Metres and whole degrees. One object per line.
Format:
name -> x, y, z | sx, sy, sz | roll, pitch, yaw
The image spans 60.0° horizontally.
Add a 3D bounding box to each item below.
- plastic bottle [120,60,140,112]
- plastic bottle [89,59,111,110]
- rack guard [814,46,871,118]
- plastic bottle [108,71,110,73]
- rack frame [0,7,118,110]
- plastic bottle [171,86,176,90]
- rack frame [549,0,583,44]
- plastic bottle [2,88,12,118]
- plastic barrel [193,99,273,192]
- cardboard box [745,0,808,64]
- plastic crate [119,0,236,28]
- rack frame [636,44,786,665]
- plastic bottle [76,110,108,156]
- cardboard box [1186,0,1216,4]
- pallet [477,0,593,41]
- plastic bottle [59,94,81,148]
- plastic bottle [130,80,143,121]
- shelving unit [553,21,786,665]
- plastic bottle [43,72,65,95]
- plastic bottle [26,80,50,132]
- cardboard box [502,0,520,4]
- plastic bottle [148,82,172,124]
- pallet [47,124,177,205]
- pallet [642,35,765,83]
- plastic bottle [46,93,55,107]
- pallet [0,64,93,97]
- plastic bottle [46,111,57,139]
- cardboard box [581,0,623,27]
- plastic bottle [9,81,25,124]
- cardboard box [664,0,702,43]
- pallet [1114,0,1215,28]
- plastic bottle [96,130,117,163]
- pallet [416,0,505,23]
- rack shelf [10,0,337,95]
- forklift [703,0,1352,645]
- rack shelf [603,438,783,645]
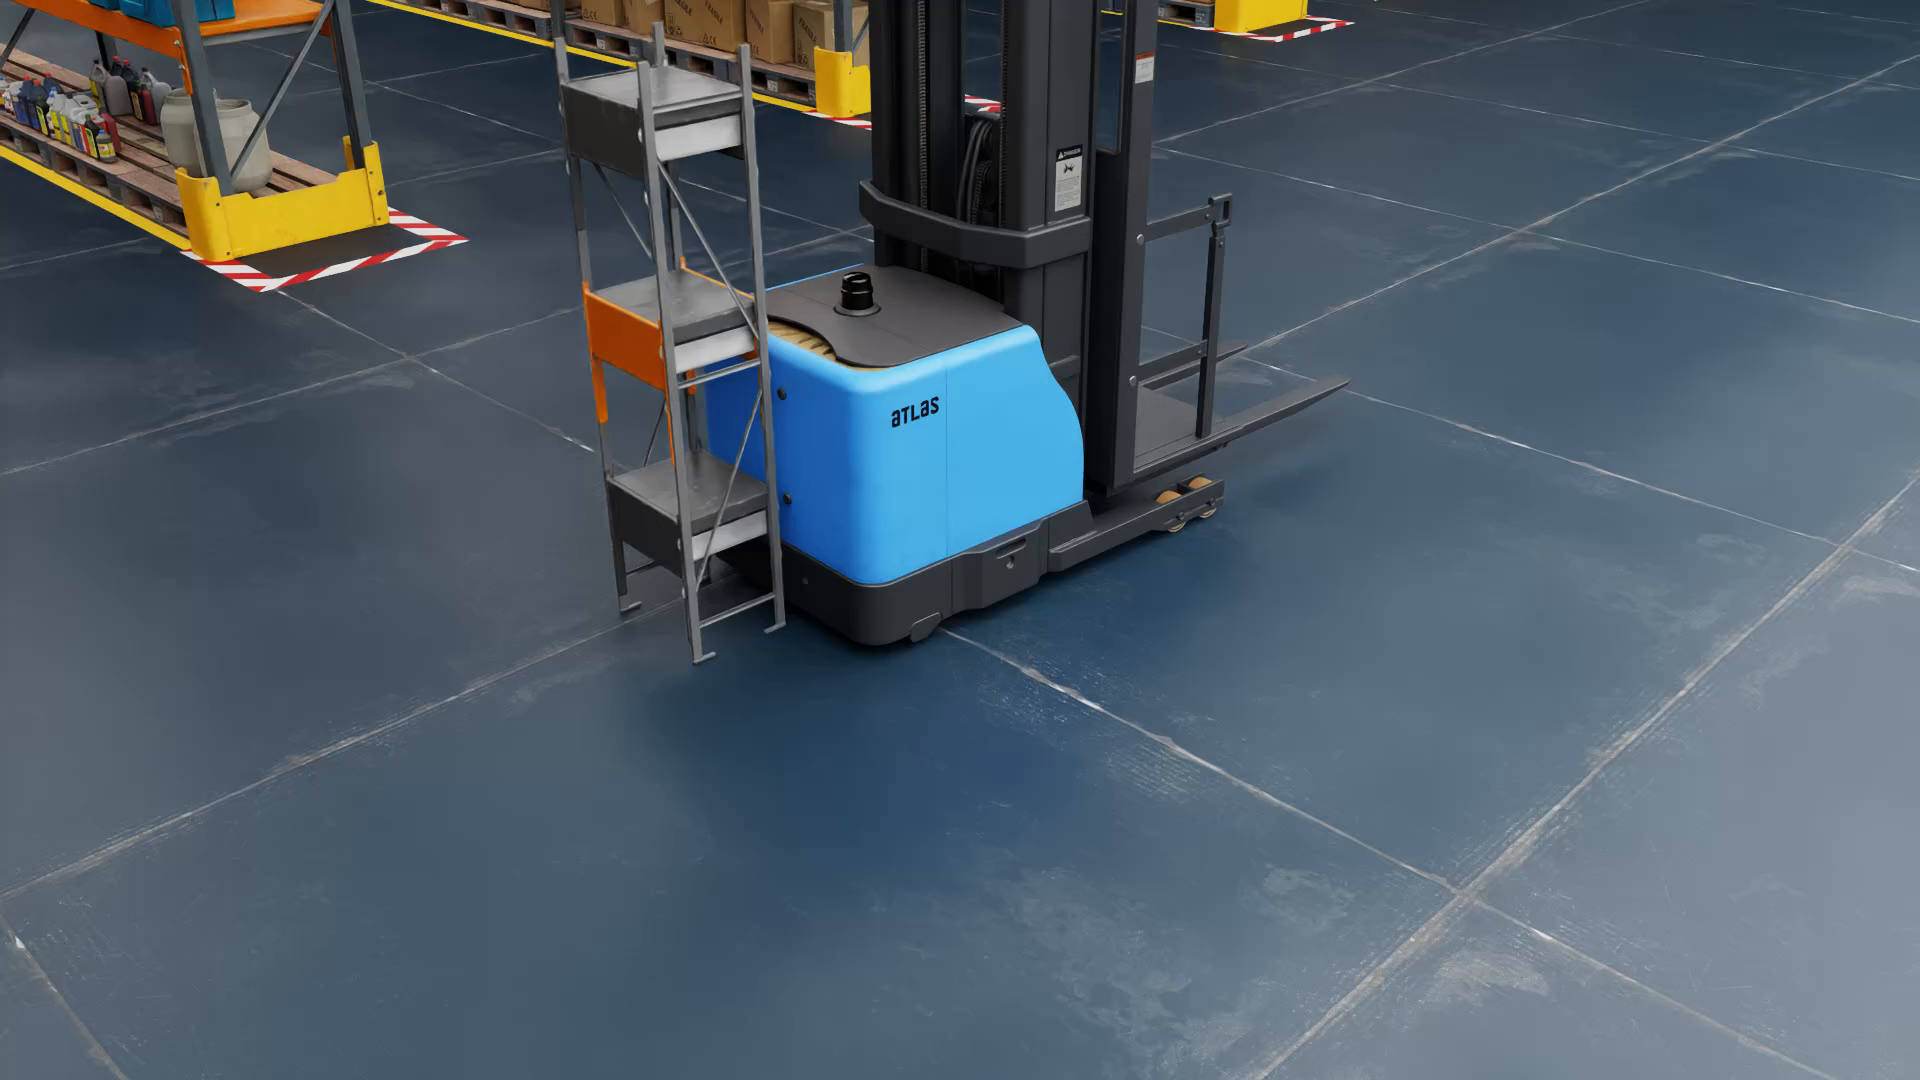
plastic bottle -> -6.110, -3.359, 12.288 | 0.185, 0.351, 0.144 | 22, 35, 36
plastic bottle -> -6.348, -3.373, 12.316 | 0.185, 0.351, 0.144 | 25, 36, 38
rack guard -> -0.638, -3.770, 13.383 | 0.348, 0.500, 1.175 | 25, 36, 38
plastic bottle -> -6.431, -3.455, 12.631 | 0.097, 0.201, 0.097 | 0, 28, 0
rack frame -> -6.908, -4.513, 12.111 | 0.127, 3.000, 1.000 | 25, 36, 38
plastic bottle -> -5.591, -3.101, 11.883 | 0.097, 0.271, 0.097 | 0, 28, 0
rack frame -> -3.436, -6.157, 15.237 | 0.127, 3.000, 1.000 | 25, 36, 38
plastic bottle -> -6.916, -3.187, 12.122 | 0.097, 0.201, 0.097 | 0, 28, 0
plastic barrel -> -4.579, -2.482, 10.470 | 0.421, 0.512, 0.421 | 0, 28, 0
cardboard box -> -1.467, -4.324, 13.986 | 0.500, 0.500, 0.500 | -15, 31, -27
plastic crate -> -4.623, -3.206, 9.785 | 0.616, 0.251, 0.499 | 25, 36, 38
rack frame -> -0.802, -0.549, 5.536 | 0.400, 2.100, 0.015 | -23, 35, -36
plastic bottle -> -5.833, -2.743, 11.197 | 0.135, 0.276, 0.152 | 25, 37, 39
cardboard box -> 2.436, -5.910, 16.598 | 0.875, 0.875, 0.875 | 25, 37, 39
pallet -> -3.992, -5.176, 16.368 | 1.213, 0.211, 1.003 | 25, 36, 38
plastic bottle -> -6.053, -2.874, 11.366 | 0.144, 0.351, 0.185 | -24, 36, -37
plastic bottle -> -5.933, -3.181, 12.022 | 0.133, 0.283, 0.061 | 25, 36, 38
shelving unit -> -0.965, -0.634, 5.696 | 0.431, 2.100, 0.503 | -23, 35, -36
plastic bottle -> -6.523, -3.182, 11.953 | 0.185, 0.351, 0.144 | 25, 36, 38
plastic bottle -> -6.489, -3.073, 11.745 | 0.185, 0.351, 0.144 | 23, 35, 36
cardboard box -> -4.185, -5.615, 16.418 | 0.500, 0.500, 0.700 | 24, 36, 38
plastic bottle -> -5.767, -3.166, 12.001 | 0.152, 0.276, 0.135 | -25, 36, -38
pallet -> -5.584, -2.648, 11.559 | 1.213, 0.211, 1.003 | 25, 36, 38
pallet -> -2.058, -4.317, 14.734 | 1.213, 0.211, 1.003 | 25, 36, 38
plastic bottle -> -6.358, -3.002, 11.696 | 0.097, 0.271, 0.097 | 0, 28, 0
pallet -> -7.495, -3.523, 13.222 | 1.213, 0.211, 1.003 | 25, 36, 38
plastic bottle -> -6.304, -2.907, 11.589 | 0.097, 0.201, 0.097 | 0, 28, 0
cardboard box -> -3.179, -5.093, 15.447 | 0.500, 0.500, 0.500 | 23, 36, 37
plastic bottle -> -6.739, -3.157, 11.984 | 0.152, 0.276, 0.135 | -24, 36, -37
cardboard box -> -2.267, -4.732, 14.761 | 0.500, 0.500, 0.500 | 21, 34, 34
pallet -> 2.341, -5.466, 16.918 | 1.213, 0.211, 1.003 | 25, 36, 38
plastic bottle -> -5.673, -2.618, 11.040 | 0.097, 0.201, 0.097 | 0, 28, 0
pallet -> -4.866, -5.575, 17.125 | 1.213, 0.211, 1.003 | 25, 36, 38
rack shelf -> -5.482, -3.542, 11.037 | 4.000, 0.370, 1.077 | 25, 36, 38
forklift -> 0.464, -1.491, 6.437 | 3.031, 2.935, 1.130 | -23, 35, -36
rack shelf -> -0.962, -0.004, 6.031 | 0.431, 0.518, 0.480 | -23, 35, -36
